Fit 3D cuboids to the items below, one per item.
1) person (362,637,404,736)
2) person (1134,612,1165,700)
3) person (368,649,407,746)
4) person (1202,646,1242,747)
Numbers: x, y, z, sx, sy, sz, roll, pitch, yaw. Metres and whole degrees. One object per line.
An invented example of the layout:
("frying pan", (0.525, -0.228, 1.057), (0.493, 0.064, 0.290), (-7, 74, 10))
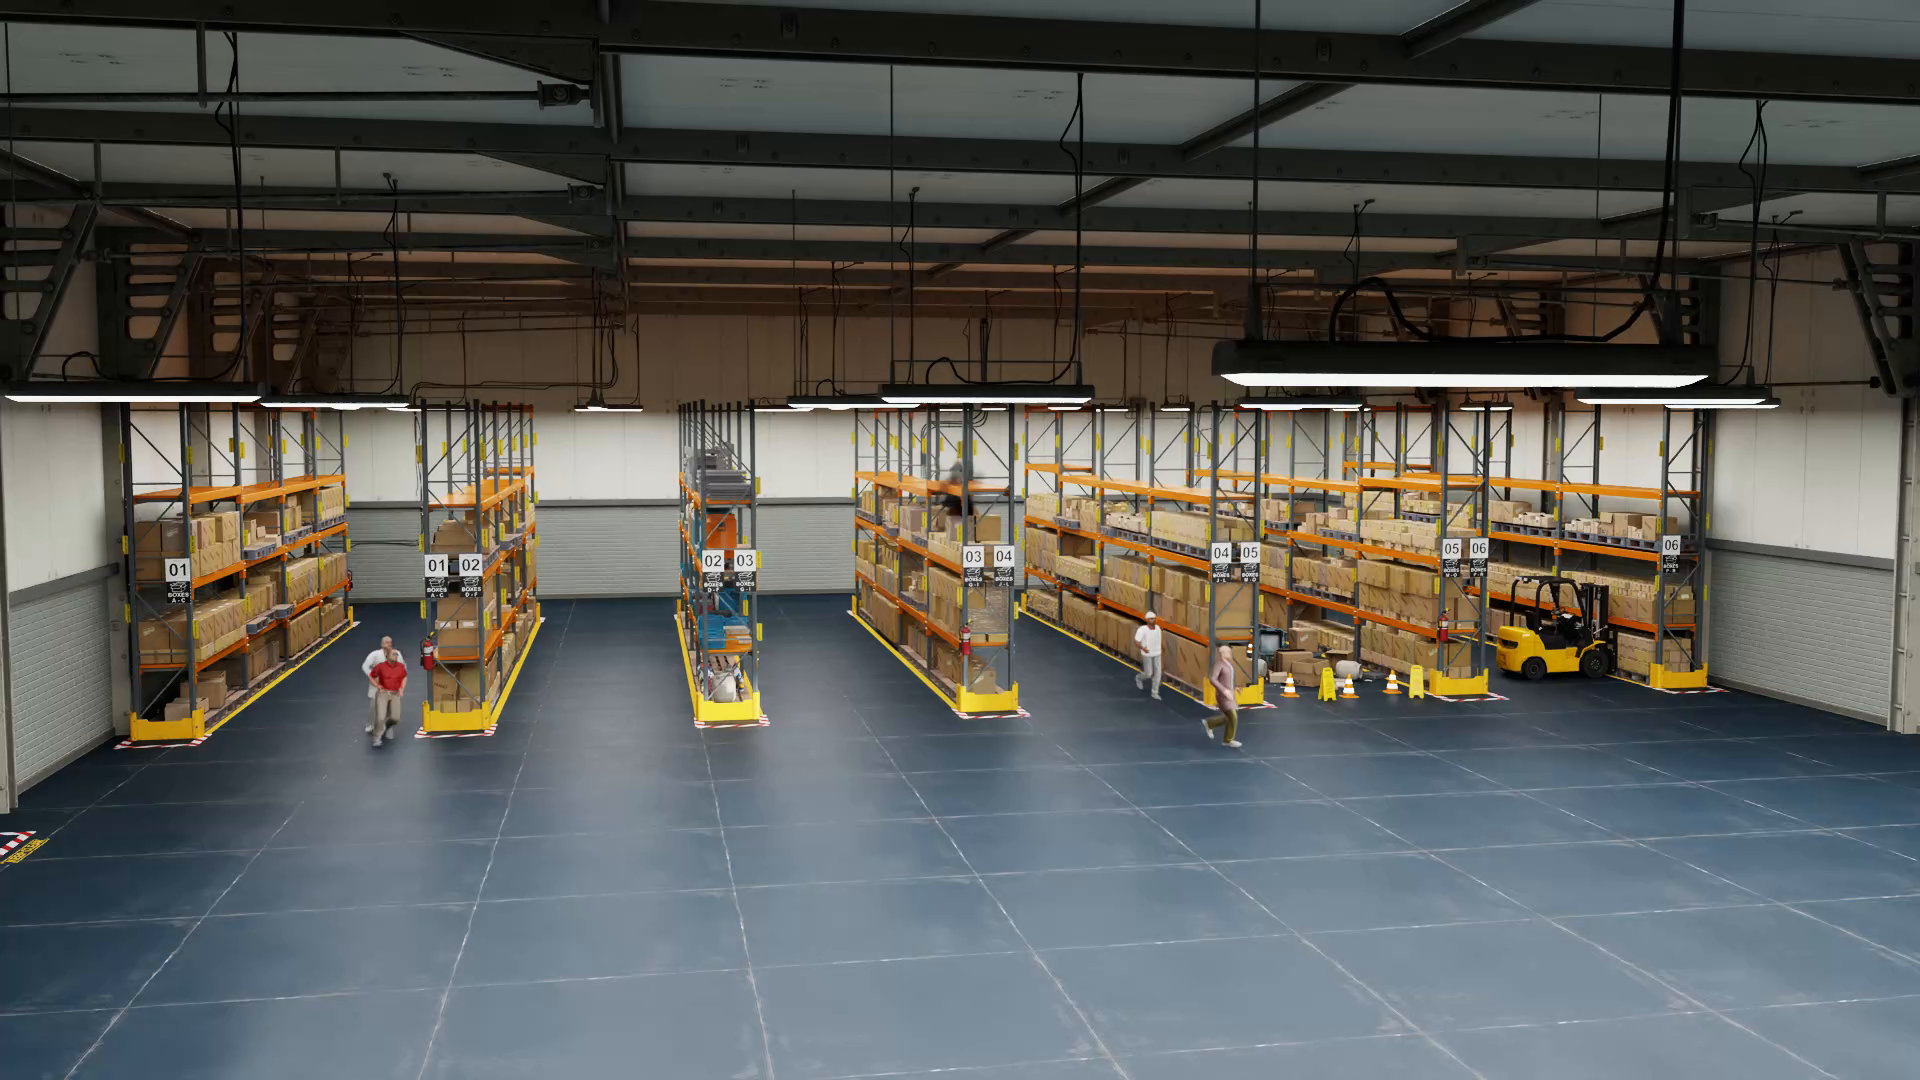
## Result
("person", (-10.321, 2.614, 29.836), (0.775, 1.767, 0.692), (-3, 5, -30))
("person", (3.851, 2.324, 33.643), (0.699, 1.758, 0.850), (-2, 5, -23))
("person", (-9.941, 2.720, 28.984), (0.667, 1.650, 0.582), (-3, 5, -33))
("person", (4.519, 2.685, 28.709), (0.774, 1.734, 0.752), (3, 5, 30))
